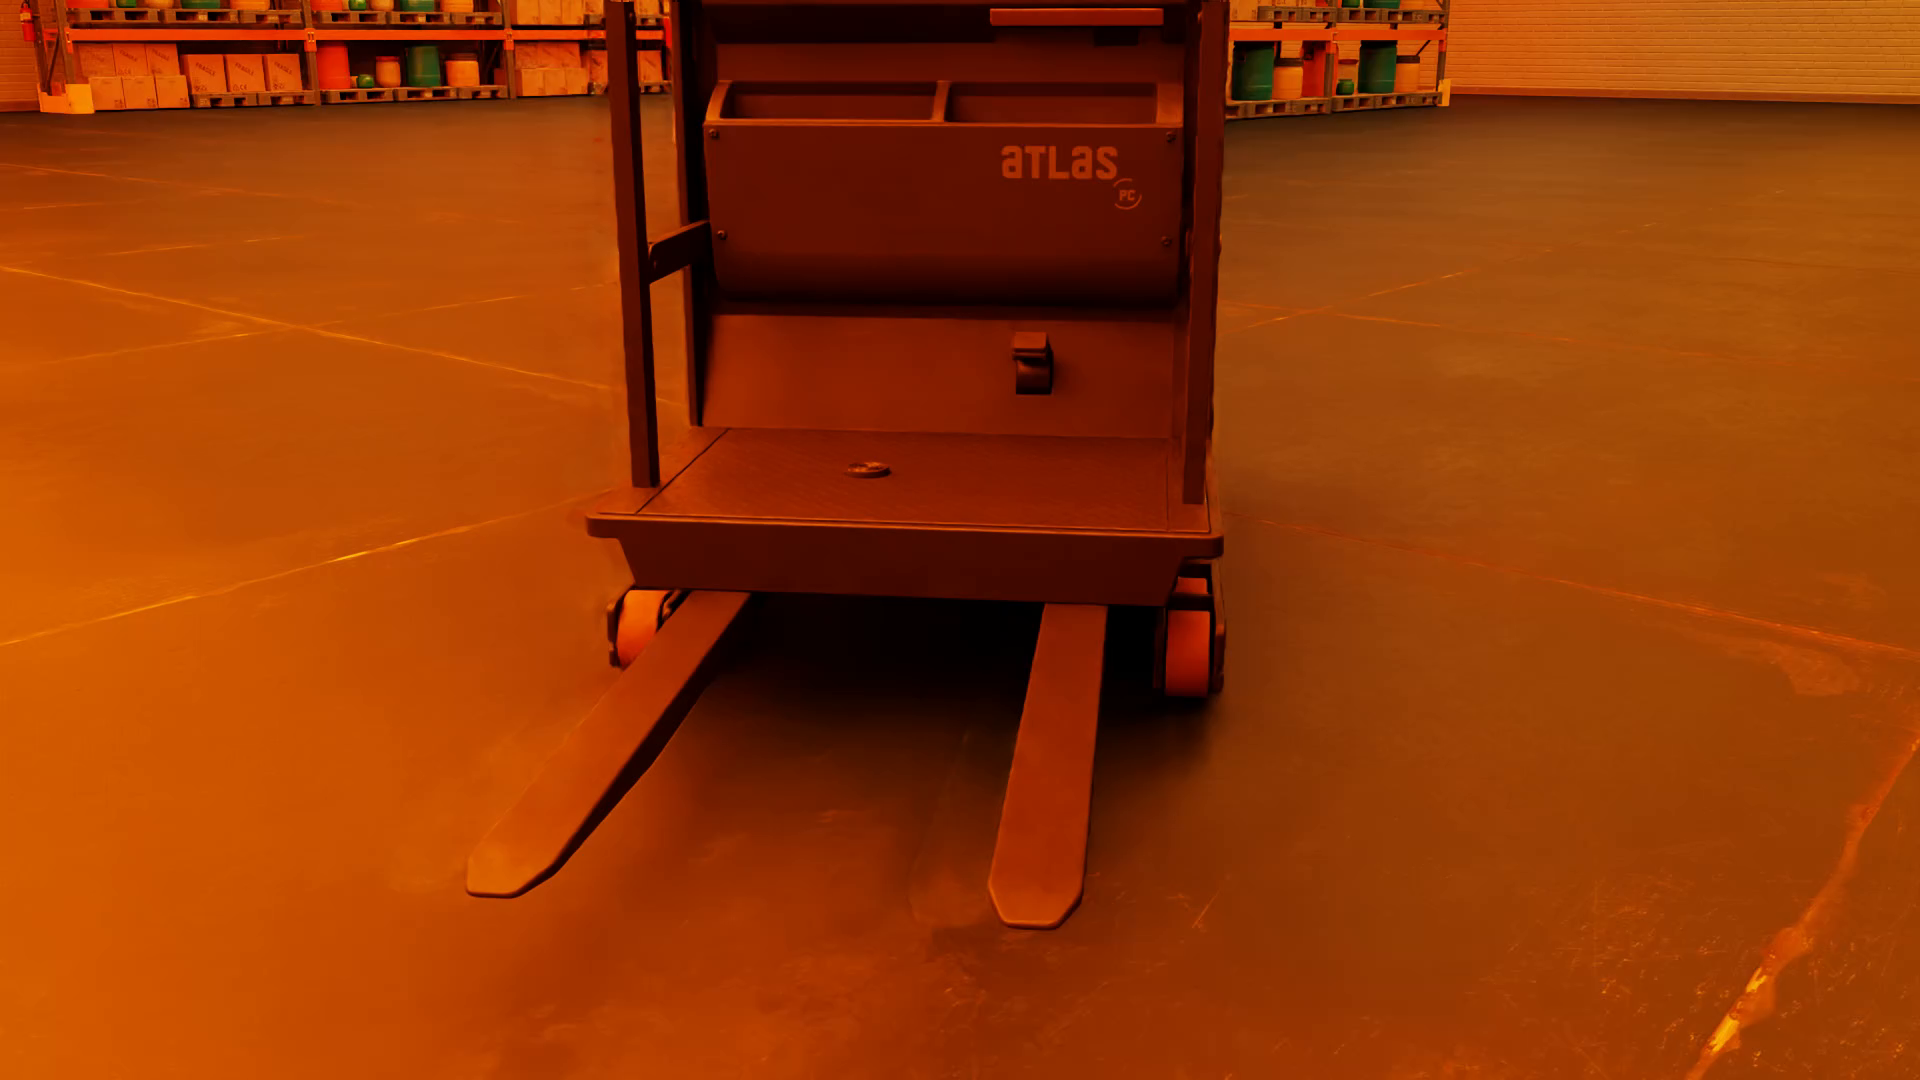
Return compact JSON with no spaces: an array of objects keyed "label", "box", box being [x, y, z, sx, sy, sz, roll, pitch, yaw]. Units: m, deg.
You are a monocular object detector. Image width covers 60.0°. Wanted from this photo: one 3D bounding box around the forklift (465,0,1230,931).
[{"label":"forklift","box":[-0.053,-1.219,2.913,1.130,2.935,3.031,2,17,6]}]
